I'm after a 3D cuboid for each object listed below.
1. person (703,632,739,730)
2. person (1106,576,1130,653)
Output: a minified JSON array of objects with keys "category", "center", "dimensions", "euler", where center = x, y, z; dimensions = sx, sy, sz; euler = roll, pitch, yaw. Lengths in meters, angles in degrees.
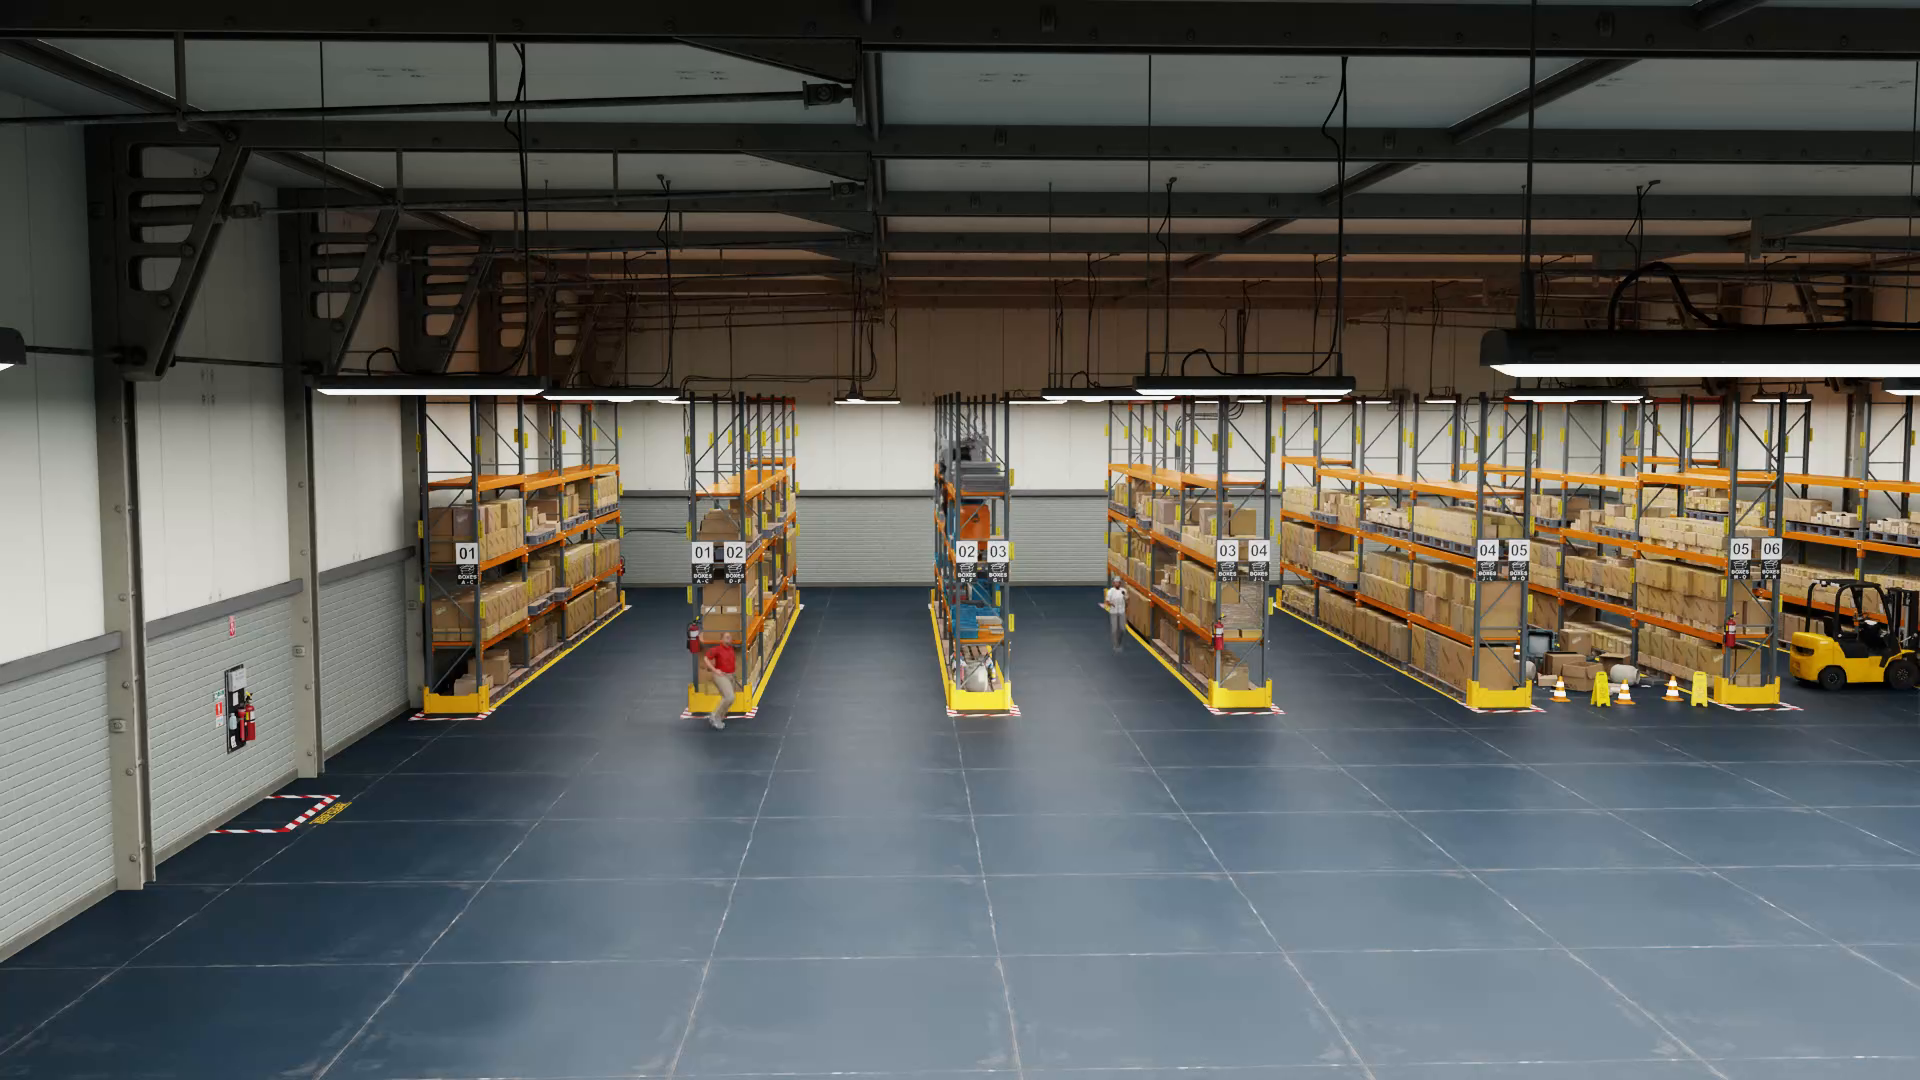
[{"category":"person","center":[-4.187,2.510,29.657],"dimensions":[0.596,1.741,0.692],"euler":[2,5,27]},{"category":"person","center":[3.520,1.655,36.932],"dimensions":[0.563,1.727,0.577],"euler":[0,5,-2]}]
